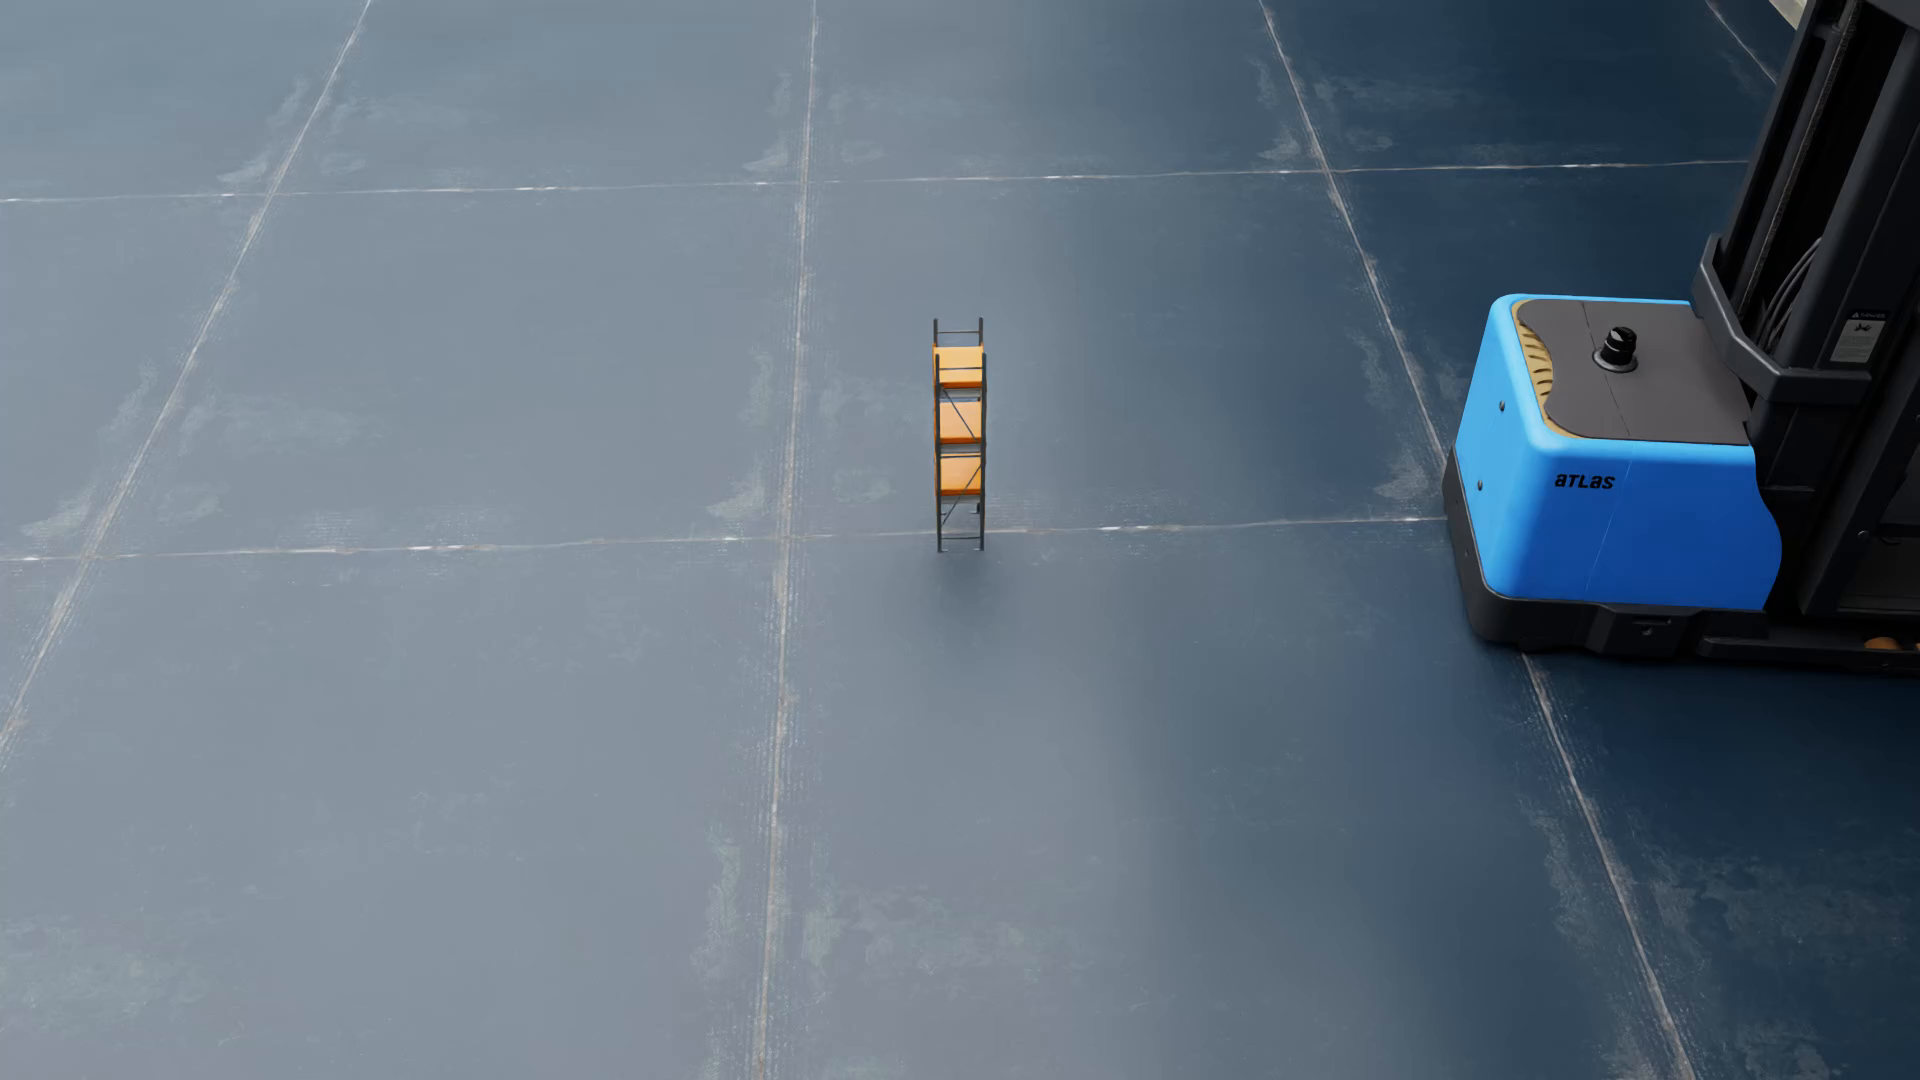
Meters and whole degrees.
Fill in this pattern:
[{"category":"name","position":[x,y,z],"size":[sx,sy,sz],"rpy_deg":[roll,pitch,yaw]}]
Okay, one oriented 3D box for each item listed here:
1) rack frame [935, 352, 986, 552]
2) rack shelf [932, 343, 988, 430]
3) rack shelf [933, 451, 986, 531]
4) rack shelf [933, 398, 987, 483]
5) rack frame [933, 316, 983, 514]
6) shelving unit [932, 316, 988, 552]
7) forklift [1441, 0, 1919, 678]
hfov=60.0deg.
[{"category":"rack frame","position":[0.003,-0.341,6.845],"size":[0.200,1.050,0.008],"rpy_deg":[-2,43,-2]},{"category":"rack shelf","position":[-0.002,-0.625,6.750],"size":[0.215,0.259,0.240],"rpy_deg":[-2,43,-2]},{"category":"rack shelf","position":[-0.002,-0.210,7.130],"size":[0.215,0.259,0.240],"rpy_deg":[-2,43,-2]},{"category":"rack shelf","position":[-0.002,-0.415,6.942],"size":[0.215,0.259,0.240],"rpy_deg":[-2,43,-2]},{"category":"rack frame","position":[-0.007,-0.506,7.025],"size":[0.200,1.050,0.008],"rpy_deg":[-2,43,-2]},{"category":"shelving unit","position":[-0.002,-0.423,6.935],"size":[0.215,1.050,0.252],"rpy_deg":[-2,43,-2]},{"category":"forklift","position":[3.620,-0.898,6.061],"size":[3.031,2.935,1.130],"rpy_deg":[3,43,3]}]
